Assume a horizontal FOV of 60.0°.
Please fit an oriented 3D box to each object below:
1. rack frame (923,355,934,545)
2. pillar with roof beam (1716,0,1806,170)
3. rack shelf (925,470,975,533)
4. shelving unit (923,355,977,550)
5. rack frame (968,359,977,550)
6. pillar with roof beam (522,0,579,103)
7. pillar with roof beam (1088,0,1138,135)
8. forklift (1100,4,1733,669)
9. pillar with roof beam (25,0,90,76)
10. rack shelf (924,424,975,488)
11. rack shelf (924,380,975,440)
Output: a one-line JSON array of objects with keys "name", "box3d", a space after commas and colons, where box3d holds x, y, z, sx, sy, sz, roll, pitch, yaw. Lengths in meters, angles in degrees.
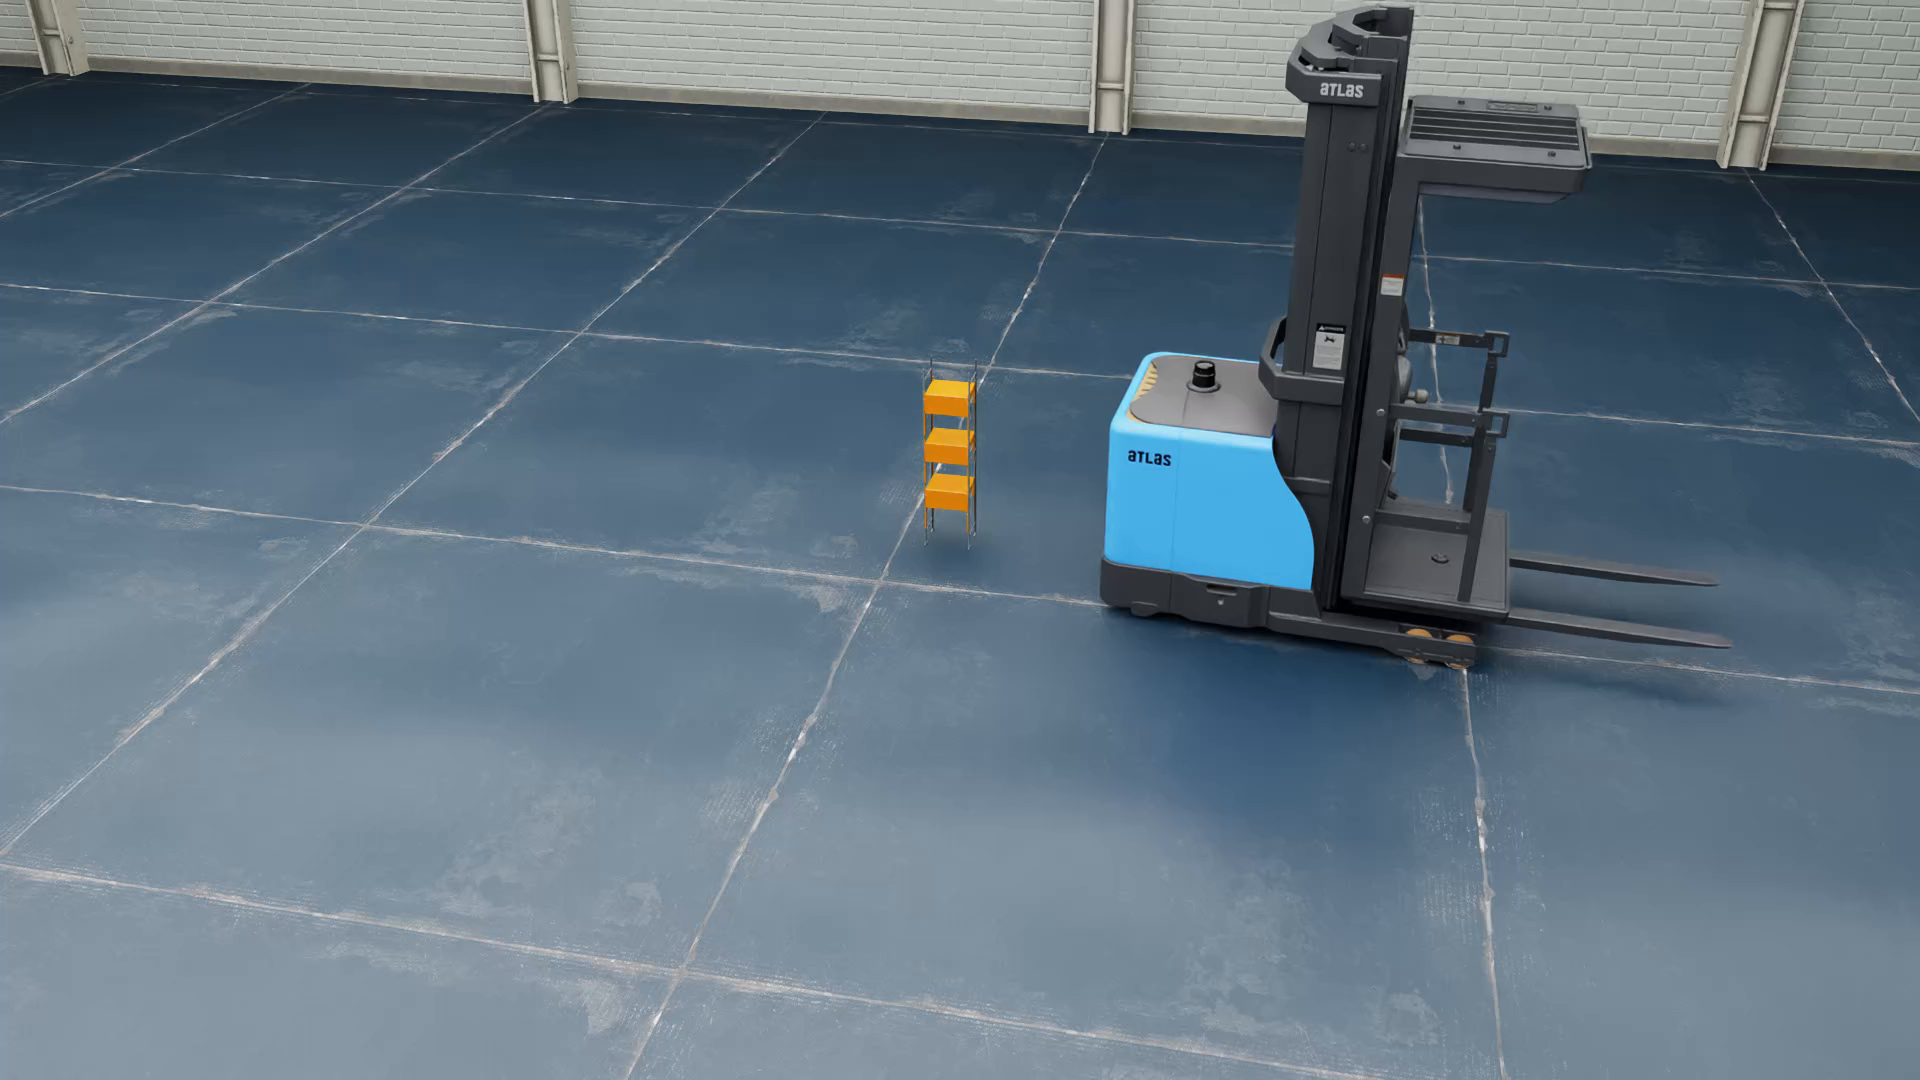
[{"name": "rack frame", "box3d": [-0.172, -0.478, 9.030, 0.008, 1.050, 0.200, 6, 29, 11]}, {"name": "pillar with roof beam", "box3d": [6.488, -5.480, 9.888, 0.400, 9.000, 9.100, 6, 29, 11]}, {"name": "rack shelf", "box3d": [-0.052, -0.213, 9.146, 0.240, 0.259, 0.215, 6, 29, 11]}, {"name": "shelving unit", "box3d": [-0.052, -0.466, 9.008, 0.252, 1.050, 0.215, 6, 29, 11]}, {"name": "rack frame", "box3d": [0.067, -0.454, 8.985, 0.008, 1.050, 0.200, 6, 29, 11]}, {"name": "pillar with roof beam", "box3d": [-5.248, -6.683, 12.086, 0.400, 9.000, 9.100, 6, 29, 11]}, {"name": "pillar with roof beam", "box3d": [0.620, -6.081, 10.987, 0.400, 9.000, 9.100, 6, 29, 11]}, {"name": "forklift", "box3d": [2.296, -0.941, 7.917, 3.031, 2.935, 1.130, 8, 30, 14]}, {"name": "pillar with roof beam", "box3d": [-11.115, -7.285, 13.185, 0.400, 9.000, 9.100, 6, 29, 11]}, {"name": "rack shelf", "box3d": [-0.052, -0.457, 9.013, 0.240, 0.259, 0.215, 6, 29, 11]}, {"name": "rack shelf", "box3d": [-0.052, -0.705, 8.877, 0.240, 0.259, 0.215, 6, 29, 11]}]
